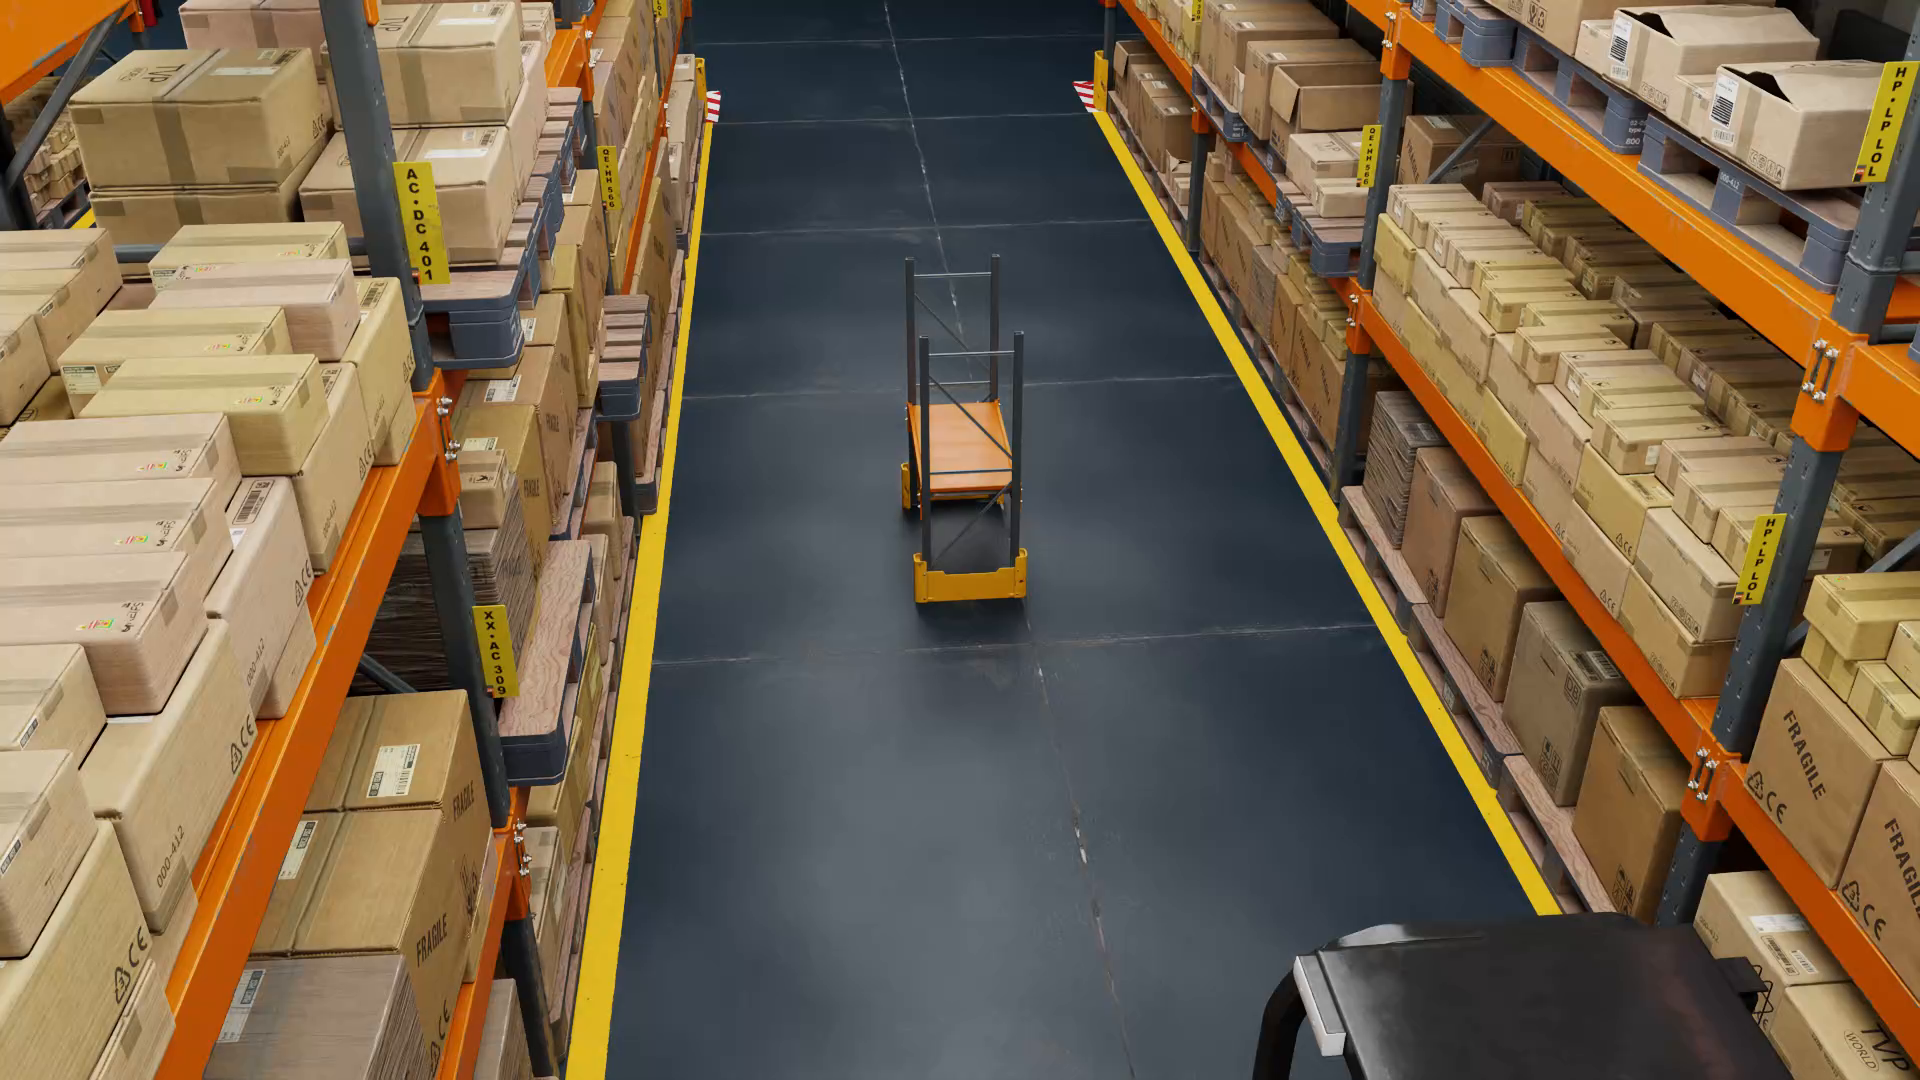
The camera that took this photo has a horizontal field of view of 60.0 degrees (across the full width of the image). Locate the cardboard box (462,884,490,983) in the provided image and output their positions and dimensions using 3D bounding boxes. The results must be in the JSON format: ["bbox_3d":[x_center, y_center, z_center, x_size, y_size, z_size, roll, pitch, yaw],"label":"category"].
[{"bbox_3d":[-1.552,1.118,4.697,0.380,0.149,0.250,-2,31,-3],"label":"cardboard box"}]

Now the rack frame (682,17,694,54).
[{"bbox_3d":[-3.037,-5.393,15.353,1.000,3.000,0.127,-3,31,-5],"label":"rack frame"}]

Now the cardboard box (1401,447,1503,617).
[{"bbox_3d":[2.766,-0.056,8.325,0.875,0.625,0.625,-2,31,-3],"label":"cardboard box"}]

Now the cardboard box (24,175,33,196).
[{"bbox_3d":[-7.491,-2.732,12.979,0.380,0.149,0.250,-4,31,-7],"label":"cardboard box"}]

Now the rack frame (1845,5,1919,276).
[{"bbox_3d":[3.026,-2.081,3.959,1.000,3.000,0.127,-3,31,-5],"label":"rack frame"}]

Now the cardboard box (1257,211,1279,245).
[{"bbox_3d":[2.232,-2.116,11.263,0.380,0.149,0.250,-2,31,-3],"label":"cardboard box"}]

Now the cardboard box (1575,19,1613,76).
[{"bbox_3d":[2.549,-1.849,6.234,0.380,0.149,0.250,-3,31,-5],"label":"cardboard box"}]

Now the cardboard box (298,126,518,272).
[{"bbox_3d":[-1.571,-0.987,4.789,0.500,0.250,0.500,-4,31,-6],"label":"cardboard box"}]

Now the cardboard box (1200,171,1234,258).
[{"bbox_3d":[2.100,-2.439,12.437,0.500,0.500,0.500,-1,31,-2],"label":"cardboard box"}]

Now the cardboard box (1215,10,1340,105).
[{"bbox_3d":[2.150,-3.291,11.328,0.700,0.500,0.500,-2,31,-4],"label":"cardboard box"}]

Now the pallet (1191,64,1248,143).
[{"bbox_3d":[2.245,-3.094,11.693,1.003,0.211,1.213,-3,31,-5],"label":"pallet"}]

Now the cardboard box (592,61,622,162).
[{"bbox_3d":[-2.148,-2.297,9.097,0.500,0.500,0.500,-3,31,-4],"label":"cardboard box"}]

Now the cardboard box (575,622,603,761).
[{"bbox_3d":[-2.104,0.692,7.319,0.950,0.372,0.625,-2,31,-3],"label":"cardboard box"}]

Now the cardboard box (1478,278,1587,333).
[{"bbox_3d":[2.520,-1.034,7.326,0.380,0.149,0.250,-2,31,-4],"label":"cardboard box"}]

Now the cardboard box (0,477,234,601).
[{"bbox_3d":[-1.480,0.022,2.830,0.380,0.149,0.250,-2,31,-4],"label":"cardboard box"}]

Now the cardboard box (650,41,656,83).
[{"bbox_3d":[-2.380,-3.287,11.487,0.500,0.250,0.500,-3,31,-5],"label":"cardboard box"}]

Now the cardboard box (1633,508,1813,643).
[{"bbox_3d":[2.726,0.106,5.807,0.500,0.250,0.500,-3,31,-6],"label":"cardboard box"}]

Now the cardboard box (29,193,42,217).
[{"bbox_3d":[-7.469,-2.607,13.060,0.380,0.149,0.250,-3,31,-6],"label":"cardboard box"}]

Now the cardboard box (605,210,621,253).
[{"bbox_3d":[-2.091,-1.729,8.878,0.500,0.250,0.500,-3,31,-5],"label":"cardboard box"}]

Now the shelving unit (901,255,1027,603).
[{"bbox_3d":[0.007,-0.605,8.800,0.587,1.500,1.083,-3,31,-5],"label":"shelving unit"}]

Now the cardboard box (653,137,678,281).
[{"bbox_3d":[-2.525,-2.306,11.848,0.875,0.875,0.875,-2,31,-3],"label":"cardboard box"}]

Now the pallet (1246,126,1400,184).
[{"bbox_3d":[2.466,-2.458,10.627,1.003,0.211,1.213,-3,31,-5],"label":"pallet"}]

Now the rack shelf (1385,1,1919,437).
[{"bbox_3d":[2.839,-1.506,6.622,1.077,0.370,4.000,-3,31,-5],"label":"rack shelf"}]

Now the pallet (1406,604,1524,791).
[{"bbox_3d":[2.801,0.693,7.884,1.003,0.211,1.213,-3,31,-5],"label":"pallet"}]

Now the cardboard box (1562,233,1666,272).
[{"bbox_3d":[3.076,-1.327,7.817,0.380,0.149,0.250,-3,31,-6],"label":"cardboard box"}]

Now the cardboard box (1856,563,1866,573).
[{"bbox_3d":[3.234,0.073,5.862,0.500,0.250,0.500,-3,31,-5],"label":"cardboard box"}]

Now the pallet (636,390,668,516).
[{"bbox_3d":[-2.288,-0.517,9.910,1.003,0.211,1.213,-3,31,-5],"label":"pallet"}]

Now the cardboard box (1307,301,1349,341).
[{"bbox_3d":[2.298,-1.311,9.916,0.380,0.149,0.250,-4,31,-7],"label":"cardboard box"}]

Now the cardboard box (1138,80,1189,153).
[{"bbox_3d":[1.859,-3.710,14.563,0.500,0.500,0.500,-2,31,-4],"label":"cardboard box"}]

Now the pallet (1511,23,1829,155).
[{"bbox_3d":[2.912,-1.842,6.667,1.003,0.211,1.213,-1,31,-2],"label":"pallet"}]

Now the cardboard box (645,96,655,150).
[{"bbox_3d":[-2.324,-2.809,11.174,0.500,0.250,0.500,-3,31,-5],"label":"cardboard box"}]

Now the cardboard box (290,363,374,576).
[{"bbox_3d":[-1.558,-0.147,3.501,0.500,0.250,0.500,-3,31,-5],"label":"cardboard box"}]

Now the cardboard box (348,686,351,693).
[{"bbox_3d":[-2.187,0.158,5.263,0.500,0.500,0.500,-3,31,-6],"label":"cardboard box"}]

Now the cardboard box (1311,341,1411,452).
[{"bbox_3d":[2.399,-0.861,9.794,0.500,0.500,0.500,-2,31,-3],"label":"cardboard box"}]

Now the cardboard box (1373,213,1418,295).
[{"bbox_3d":[2.426,-1.459,8.426,0.500,0.250,0.500,-3,31,-5],"label":"cardboard box"}]

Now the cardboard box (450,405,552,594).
[{"bbox_3d":[-1.721,-0.126,5.738,0.500,0.500,0.500,-3,31,-4],"label":"cardboard box"}]

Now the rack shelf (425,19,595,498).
[{"bbox_3d":[-2.102,-1.266,6.221,1.077,0.370,4.000,-3,31,-5],"label":"rack shelf"}]

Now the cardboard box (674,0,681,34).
[{"bbox_3d":[-2.577,-4.420,13.627,0.500,0.500,0.500,-2,31,-3],"label":"cardboard box"}]

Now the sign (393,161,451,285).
[{"bbox_3d":[-1.376,-0.806,4.244,0.100,0.325,0.005,-3,31,-5],"label":"sign"}]

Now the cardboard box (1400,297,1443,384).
[{"bbox_3d":[2.493,-0.988,8.126,0.500,0.250,0.500,-3,31,-6],"label":"cardboard box"}]

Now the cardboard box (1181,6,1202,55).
[{"bbox_3d":[1.988,-3.902,12.713,0.500,0.250,0.500,-2,31,-3],"label":"cardboard box"}]

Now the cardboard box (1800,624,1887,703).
[{"bbox_3d":[2.794,0.348,5.012,0.380,0.149,0.250,-3,31,-5],"label":"cardboard box"}]

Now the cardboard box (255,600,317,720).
[{"bbox_3d":[-1.500,0.227,3.265,0.380,0.149,0.250,-2,31,-3],"label":"cardboard box"}]

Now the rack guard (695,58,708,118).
[{"bbox_3d":[-3.039,-4.332,16.014,1.175,0.500,0.348,-3,31,-5],"label":"rack guard"}]

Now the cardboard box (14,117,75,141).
[{"bbox_3d":[-7.581,-3.391,13.792,0.380,0.149,0.250,-4,31,-6],"label":"cardboard box"}]

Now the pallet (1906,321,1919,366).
[{"bbox_3d":[3.132,-0.321,4.024,1.003,0.211,1.213,-3,31,-5],"label":"pallet"}]

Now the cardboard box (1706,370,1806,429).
[{"bbox_3d":[3.169,-0.542,6.501,0.380,0.149,0.250,-3,31,-5],"label":"cardboard box"}]

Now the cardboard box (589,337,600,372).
[{"bbox_3d":[-1.843,-0.836,7.559,0.380,0.149,0.250,-4,31,-7],"label":"cardboard box"}]

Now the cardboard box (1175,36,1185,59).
[{"bbox_3d":[1.903,-3.896,13.093,0.380,0.149,0.250,-2,31,-3],"label":"cardboard box"}]

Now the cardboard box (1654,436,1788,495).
[{"bbox_3d":[2.761,-0.249,6.012,0.380,0.149,0.250,-3,31,-5],"label":"cardboard box"}]

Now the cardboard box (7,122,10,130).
[{"bbox_3d":[-8.102,-3.361,13.742,0.380,0.149,0.250,-2,31,-4],"label":"cardboard box"}]

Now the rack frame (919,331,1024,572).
[{"bbox_3d":[0.055,-0.341,8.358,0.500,1.500,0.032,-3,31,-5],"label":"rack frame"}]

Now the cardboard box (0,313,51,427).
[{"bbox_3d":[-2.142,-0.345,3.445,0.380,0.149,0.250,-4,31,-6],"label":"cardboard box"}]

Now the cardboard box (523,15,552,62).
[{"bbox_3d":[-2.019,-2.211,7.346,0.380,0.149,0.250,-3,31,-5],"label":"cardboard box"}]

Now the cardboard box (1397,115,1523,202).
[{"bbox_3d":[2.760,-2.041,9.235,0.500,0.500,0.500,-1,31,-2],"label":"cardboard box"}]
